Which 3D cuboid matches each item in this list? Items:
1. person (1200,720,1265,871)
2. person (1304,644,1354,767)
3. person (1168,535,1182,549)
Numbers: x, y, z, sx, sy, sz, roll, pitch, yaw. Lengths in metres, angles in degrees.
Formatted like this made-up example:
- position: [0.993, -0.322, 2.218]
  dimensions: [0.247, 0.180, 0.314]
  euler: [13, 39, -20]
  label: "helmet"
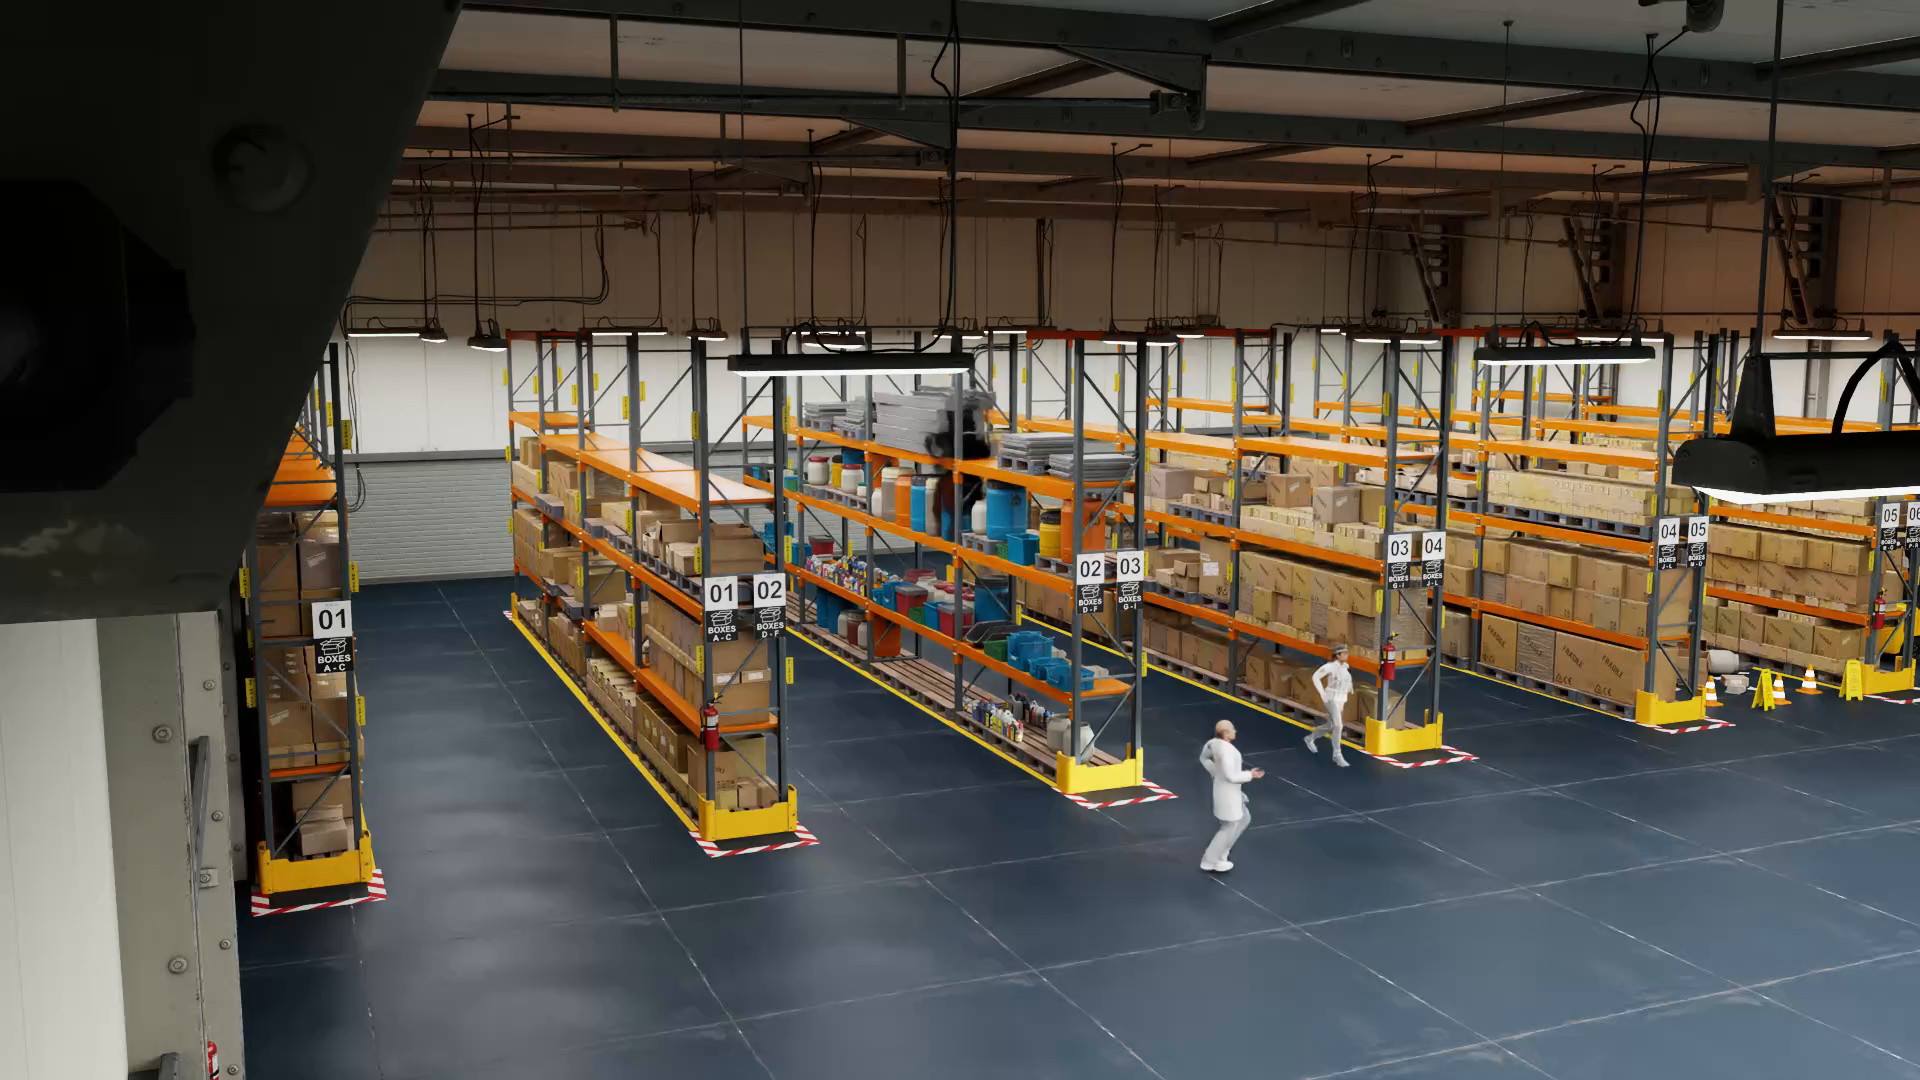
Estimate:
- position: [3.082, 2.907, 18.878]
  dimensions: [0.695, 1.776, 0.688]
  euler: [0, 8, -1]
  label: "person"
- position: [5.330, 2.309, 23.667]
  dimensions: [0.638, 1.701, 0.843]
  euler: [-6, 10, -39]
  label: "person"
- position: [5.438, -0.132, 41.700]
  dimensions: [0.556, 1.595, 0.594]
  euler: [4, 9, 25]
  label: "person"
